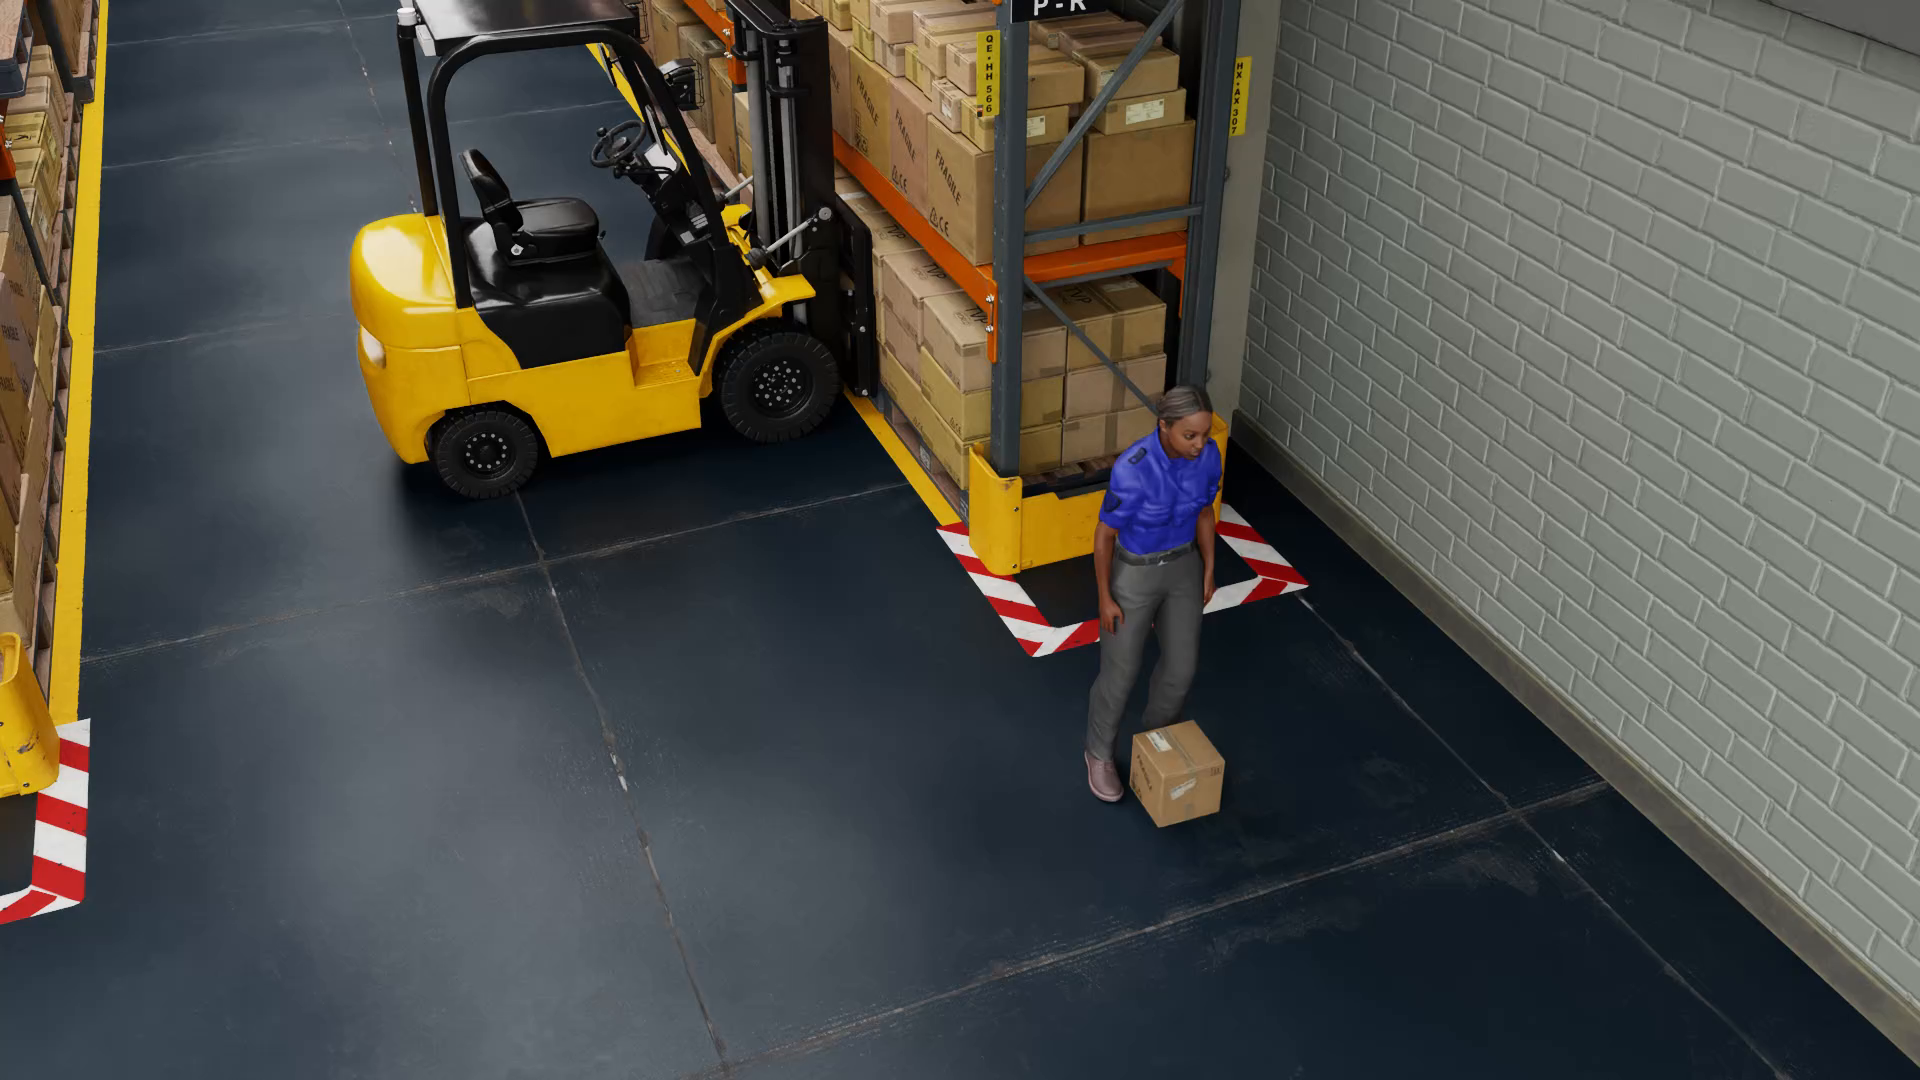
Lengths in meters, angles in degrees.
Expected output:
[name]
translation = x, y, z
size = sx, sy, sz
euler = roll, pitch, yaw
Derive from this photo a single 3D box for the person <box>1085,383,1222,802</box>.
[person]
translation = 0.691, 0.158, 5.909
size = 0.512, 1.653, 0.348
euler = -15, 36, -21
